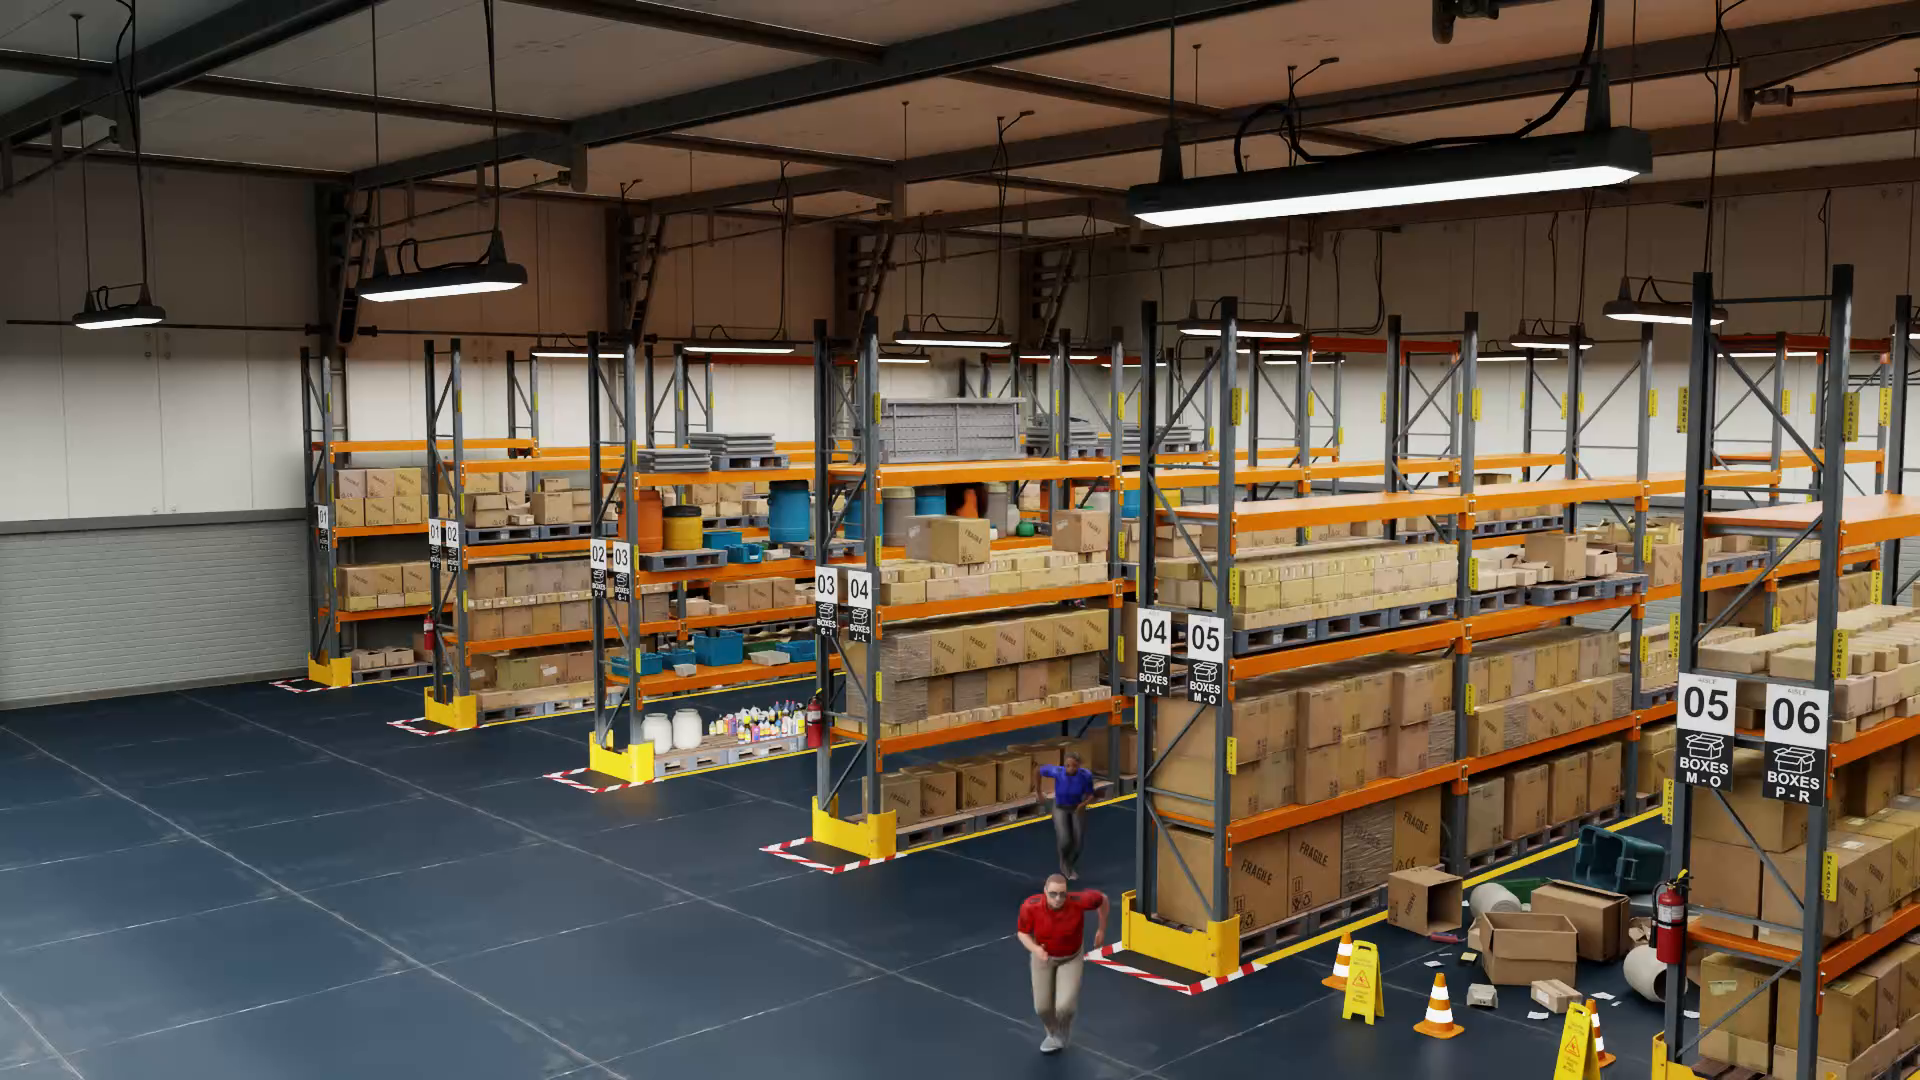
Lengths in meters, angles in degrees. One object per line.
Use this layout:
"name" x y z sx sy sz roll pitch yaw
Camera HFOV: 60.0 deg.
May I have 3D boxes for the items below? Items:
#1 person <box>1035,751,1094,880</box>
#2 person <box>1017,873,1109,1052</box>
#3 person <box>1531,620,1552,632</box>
"person" 1.097 2.900 17.454 0.602 1.472 0.849 0 5 -1
"person" 0.791 3.264 12.783 0.700 1.557 0.912 0 5 5
"person" 9.104 2.022 25.941 0.711 1.765 0.880 5 7 43
